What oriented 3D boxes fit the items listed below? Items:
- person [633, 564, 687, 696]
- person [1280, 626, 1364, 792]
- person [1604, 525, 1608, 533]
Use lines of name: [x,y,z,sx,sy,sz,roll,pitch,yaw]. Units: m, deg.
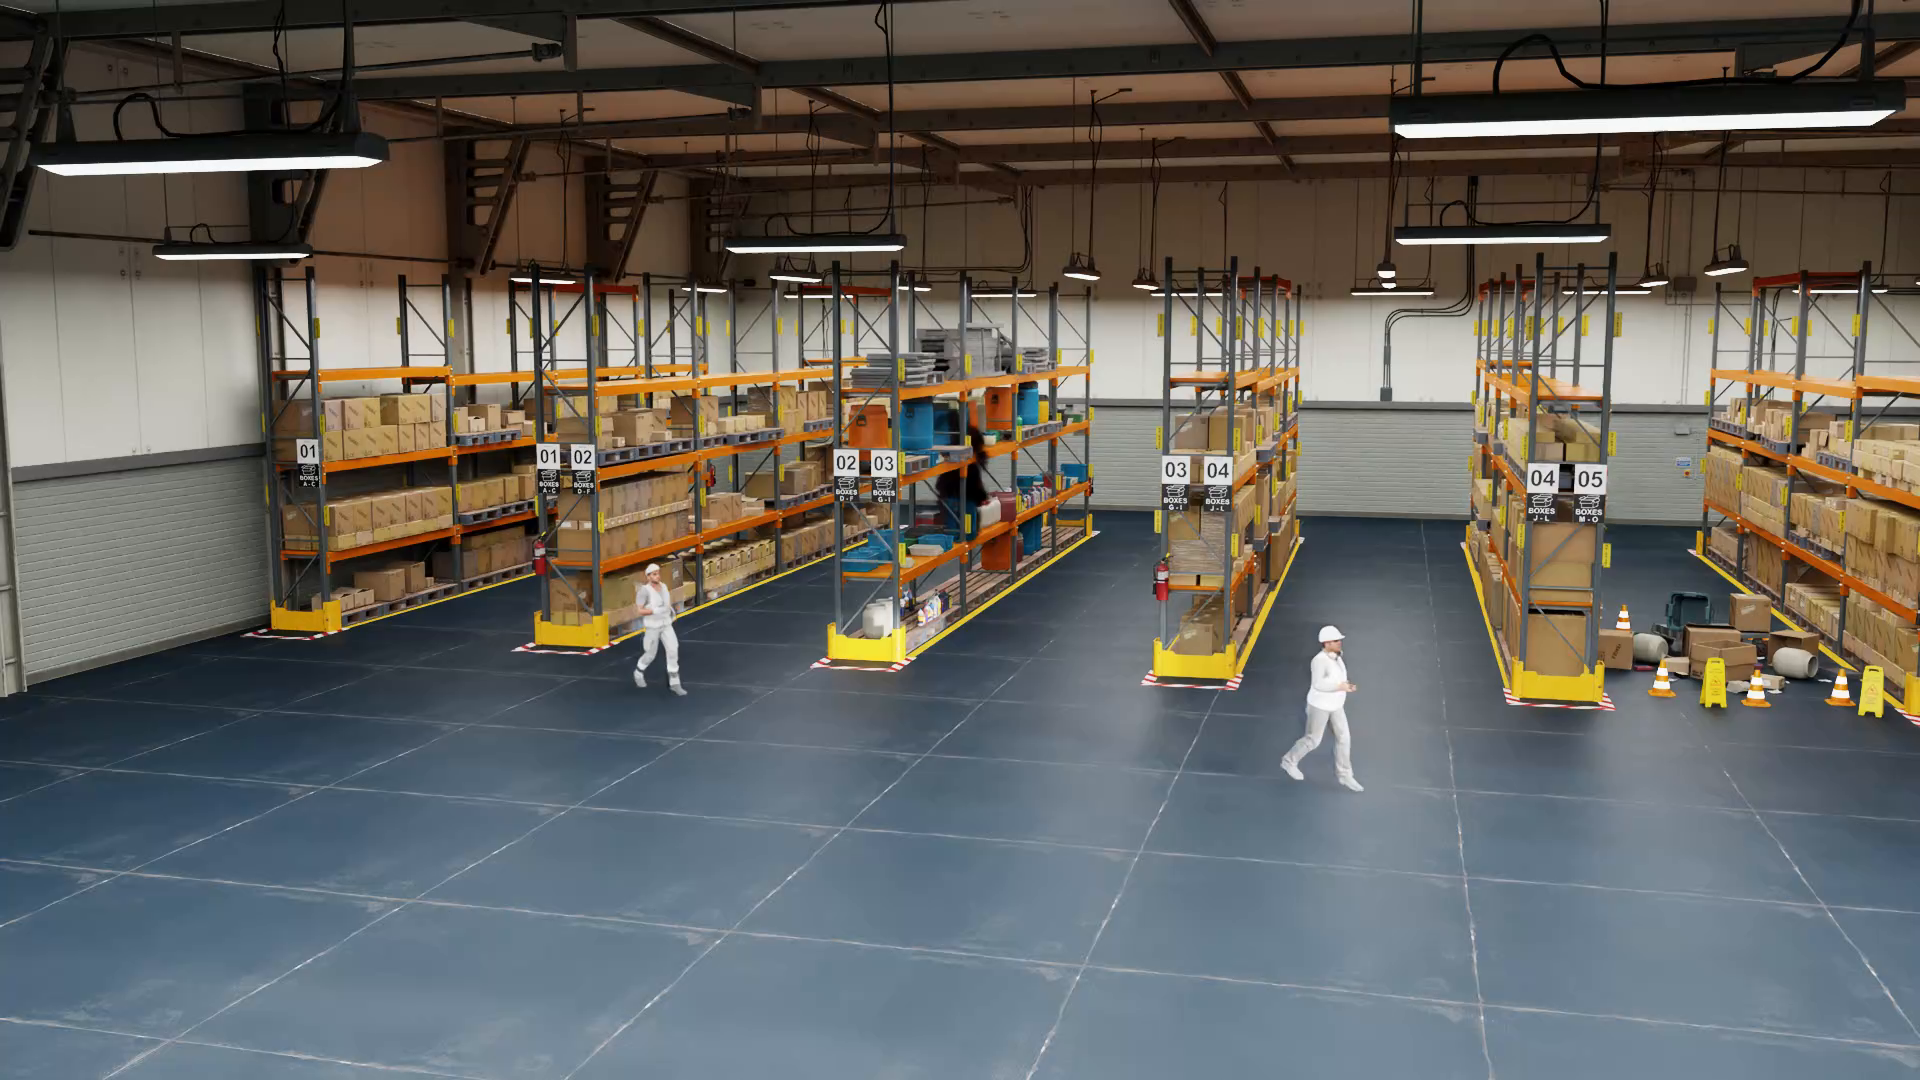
person: [-4.136,1.208,22.865,0.670,1.775,0.992,-7,10,-43]
person: [3.966,1.816,18.162,0.924,1.790,0.623,6,10,41]
person: [14.759,-0.764,38.730,0.668,1.751,0.679,3,8,21]
